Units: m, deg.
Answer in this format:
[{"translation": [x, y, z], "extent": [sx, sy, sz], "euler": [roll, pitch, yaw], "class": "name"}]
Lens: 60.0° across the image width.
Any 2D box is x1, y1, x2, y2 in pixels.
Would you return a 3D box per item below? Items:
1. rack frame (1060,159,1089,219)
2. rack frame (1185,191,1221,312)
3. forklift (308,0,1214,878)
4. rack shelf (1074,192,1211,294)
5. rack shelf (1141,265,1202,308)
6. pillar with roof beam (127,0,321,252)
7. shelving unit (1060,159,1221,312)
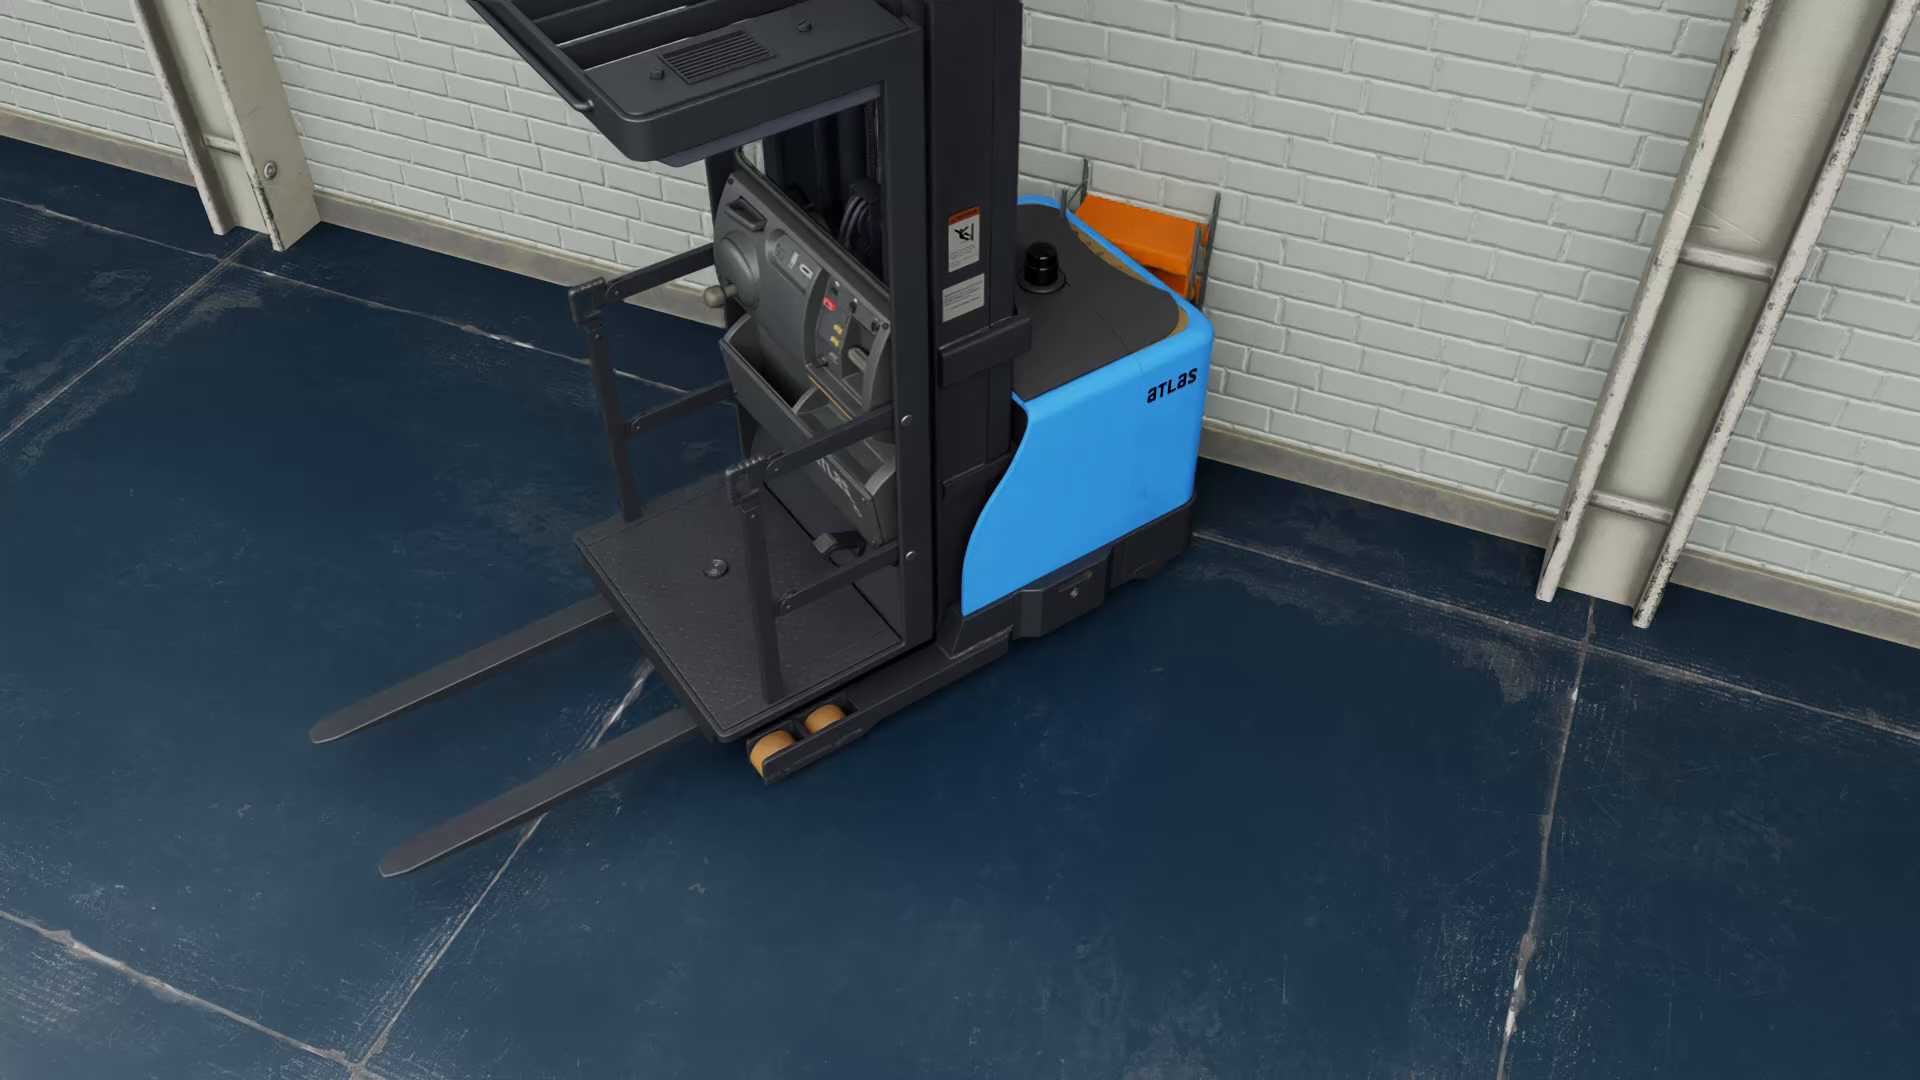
[{"translation": [0.388, -0.849, 6.243], "extent": [0.015, 1.200, 0.240], "euler": [18, 46, 16], "class": "rack frame"}, {"translation": [0.834, -0.702, 6.111], "extent": [0.015, 1.200, 0.240], "euler": [18, 46, 16], "class": "rack frame"}, {"translation": [-0.650, -0.679, 4.854], "extent": [3.031, 2.935, 1.130], "euler": [-26, 50, -24], "class": "forklift"}, {"translation": [0.624, -1.060, 5.905], "extent": [0.480, 0.148, 0.258], "euler": [18, 46, 16], "class": "rack shelf"}, {"translation": [0.616, -0.889, 6.069], "extent": [0.480, 0.148, 0.258], "euler": [18, 46, 16], "class": "rack shelf"}, {"translation": [-4.864, -1.853, 1.732], "extent": [0.400, 9.000, 9.100], "euler": [16, 47, 16], "class": "pillar with roof beam"}, {"translation": [0.611, -0.776, 6.177], "extent": [0.503, 1.200, 0.258], "euler": [18, 46, 16], "class": "shelving unit"}]
